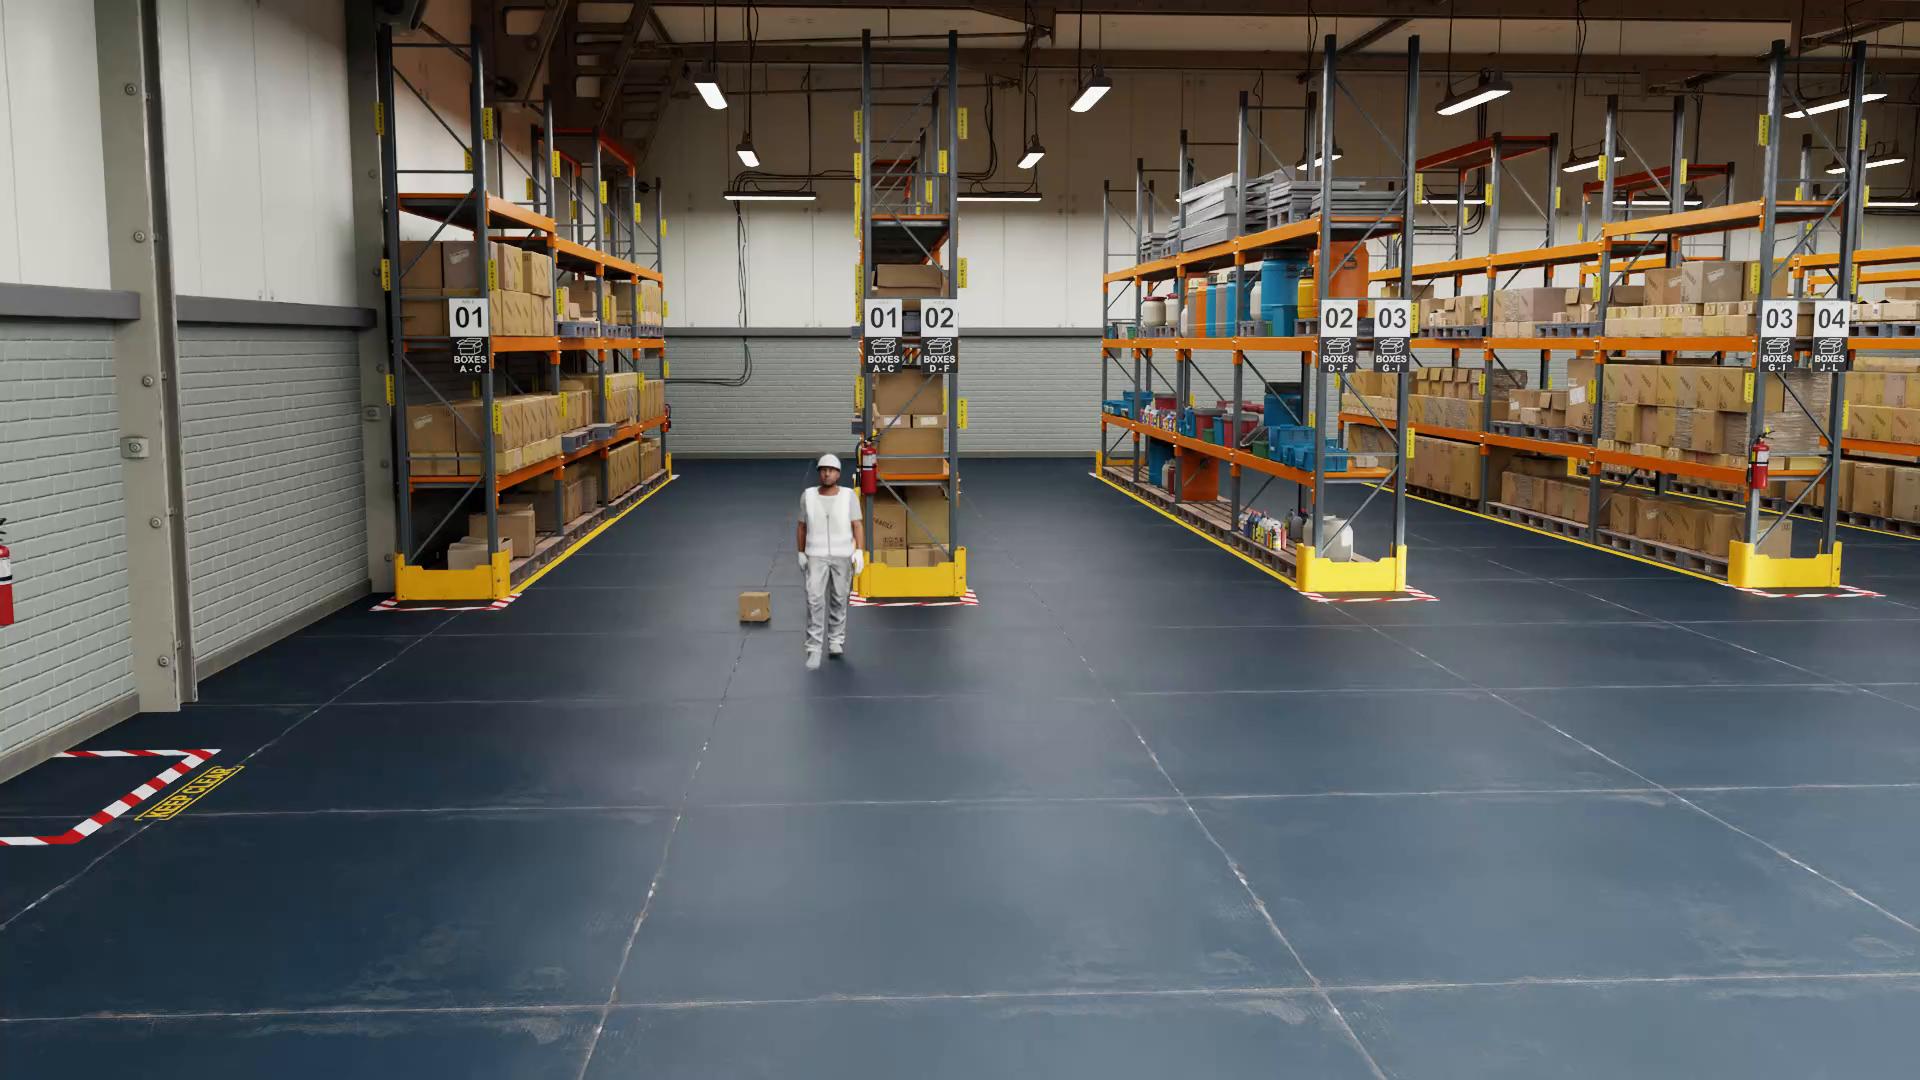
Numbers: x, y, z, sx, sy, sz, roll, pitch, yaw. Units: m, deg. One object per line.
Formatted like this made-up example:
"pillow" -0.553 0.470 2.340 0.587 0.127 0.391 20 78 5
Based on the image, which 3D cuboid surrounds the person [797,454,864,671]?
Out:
"person" -1.105 0.165 14.222 0.567 1.787 0.824 -1 7 -6
